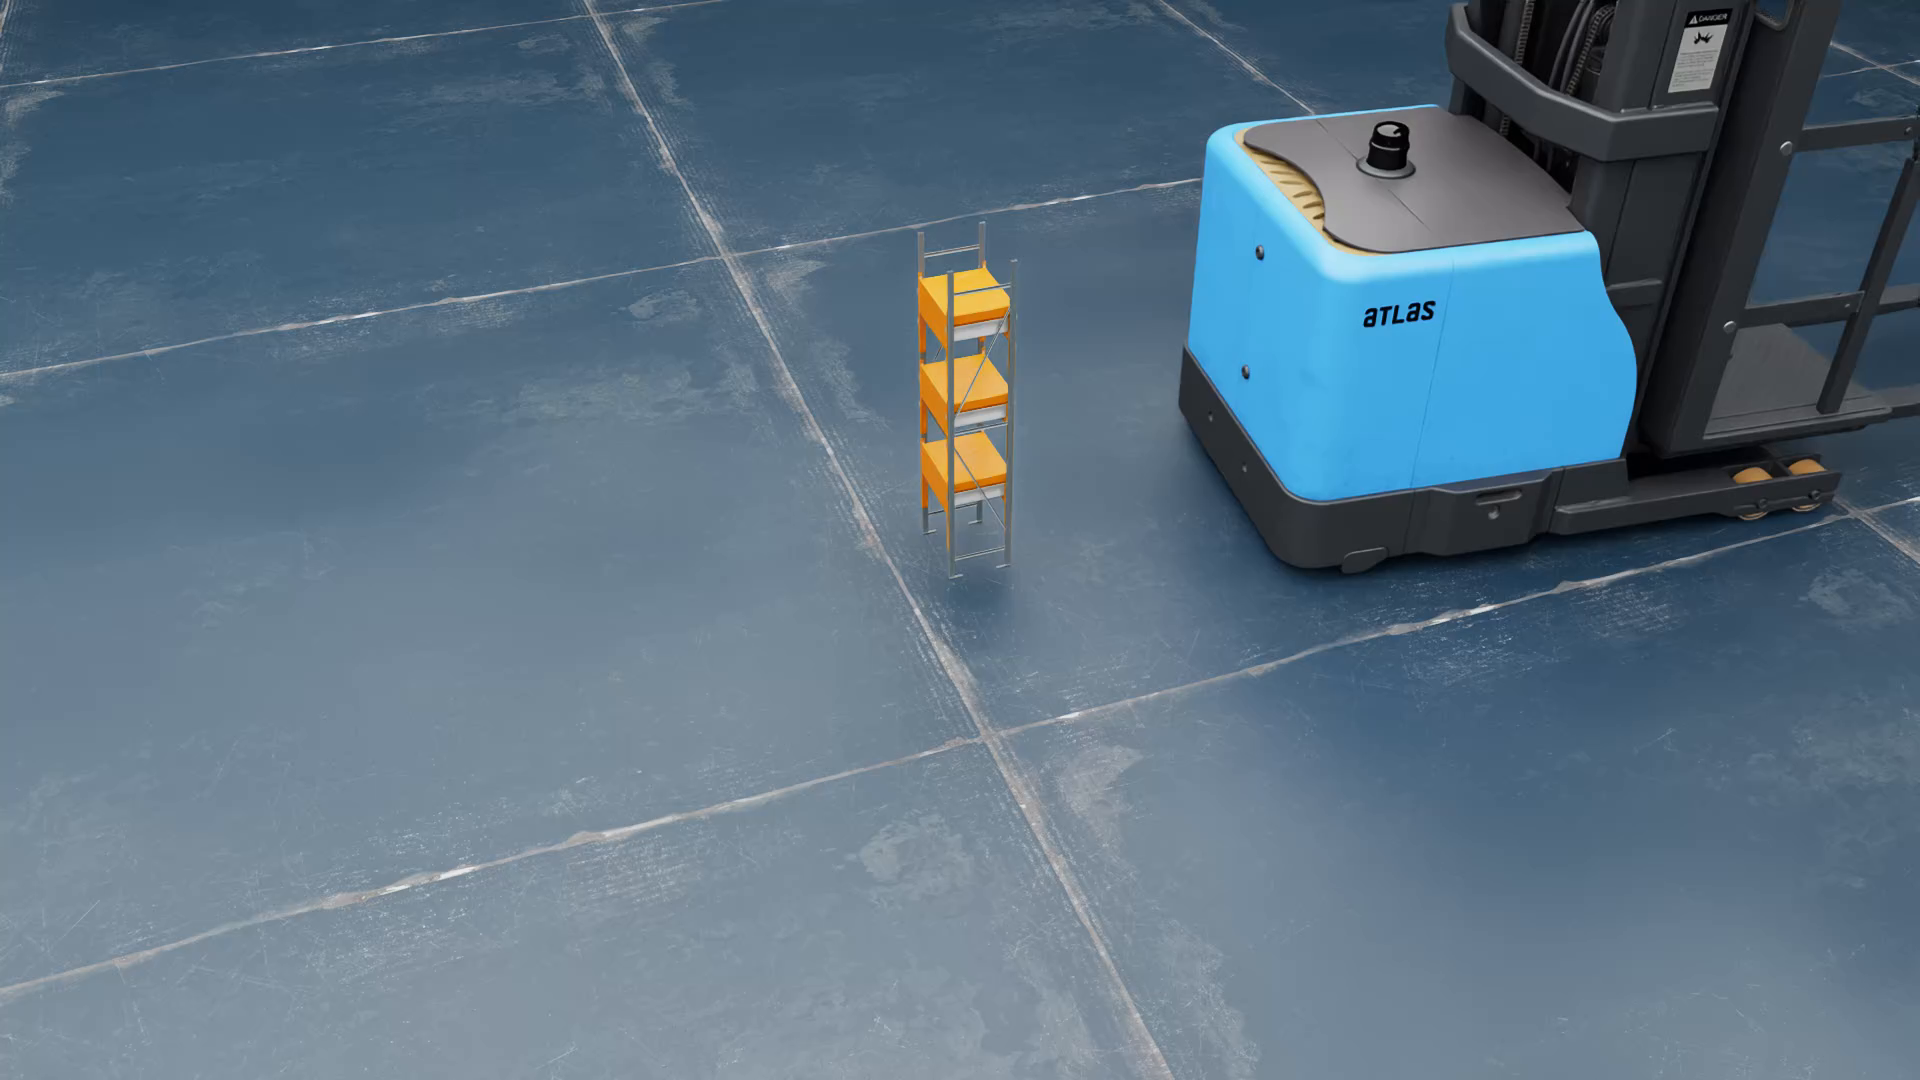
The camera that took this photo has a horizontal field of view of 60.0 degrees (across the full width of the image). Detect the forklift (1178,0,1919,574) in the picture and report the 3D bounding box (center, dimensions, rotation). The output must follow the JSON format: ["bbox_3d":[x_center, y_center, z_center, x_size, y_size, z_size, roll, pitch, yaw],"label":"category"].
[{"bbox_3d":[2.328,-1.536,4.852,3.031,2.935,1.130,-8,38,-11],"label":"forklift"}]

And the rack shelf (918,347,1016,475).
[{"bbox_3d":[0.018,-0.381,4.900,0.215,0.259,0.240,-12,39,-16],"label":"rack shelf"}]

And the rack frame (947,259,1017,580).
[{"bbox_3d":[0.060,-0.320,4.802,0.200,1.050,0.008,-12,39,-16],"label":"rack frame"}]

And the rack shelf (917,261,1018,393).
[{"bbox_3d":[0.018,-0.607,4.730,0.215,0.259,0.240,-12,39,-16],"label":"rack shelf"}]

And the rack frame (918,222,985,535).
[{"bbox_3d":[-0.024,-0.458,4.985,0.200,1.050,0.008,-12,39,-16],"label":"rack frame"}]

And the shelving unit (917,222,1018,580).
[{"bbox_3d":[0.018,-0.389,4.894,0.215,1.050,0.252,-12,39,-16],"label":"shelving unit"}]

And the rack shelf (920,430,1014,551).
[{"bbox_3d":[0.018,-0.159,5.068,0.215,0.259,0.240,-12,39,-16],"label":"rack shelf"}]
